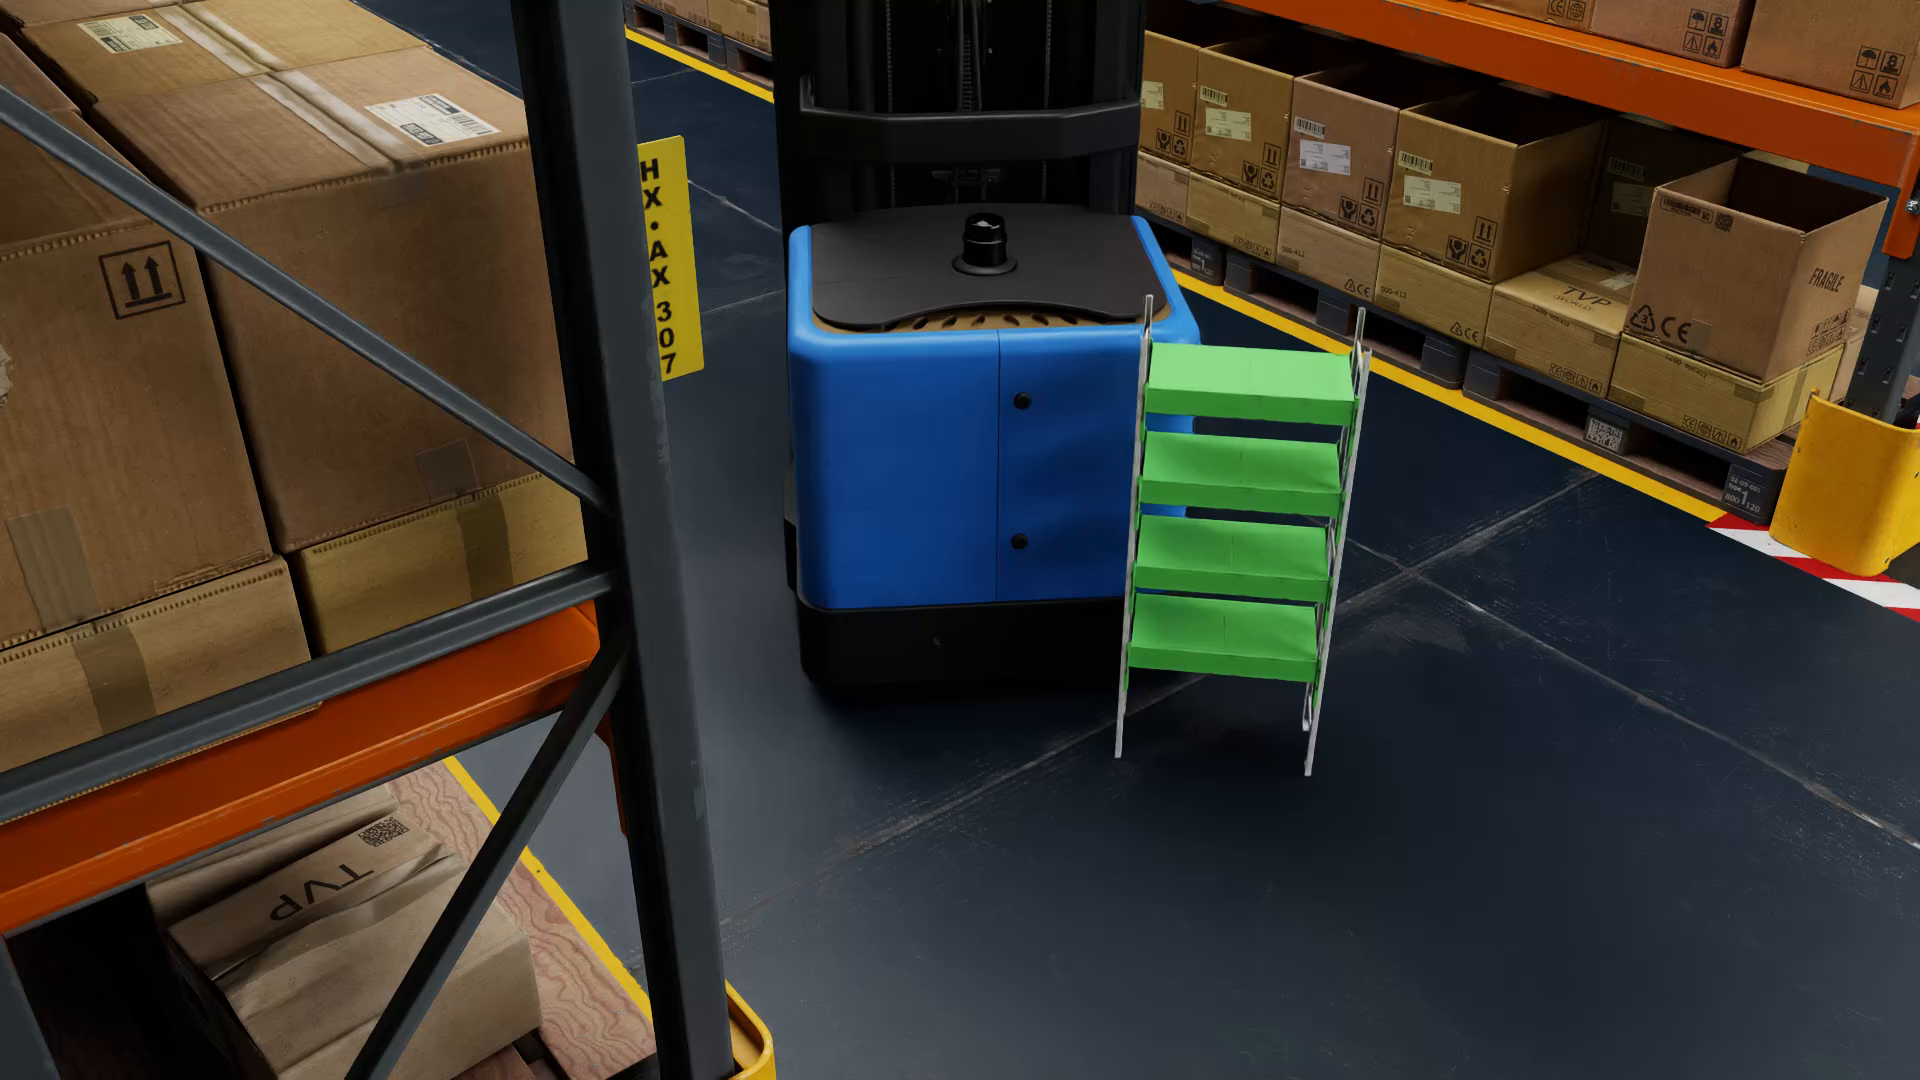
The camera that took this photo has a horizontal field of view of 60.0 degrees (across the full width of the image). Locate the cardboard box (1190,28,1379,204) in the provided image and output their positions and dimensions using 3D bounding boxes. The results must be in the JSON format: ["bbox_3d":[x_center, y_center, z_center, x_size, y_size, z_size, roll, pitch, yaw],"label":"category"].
[{"bbox_3d":[1.290,-1.703,6.646,0.500,0.500,0.500,-22,38,-31],"label":"cardboard box"}]

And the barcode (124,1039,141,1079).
[{"bbox_3d":[-1.499,0.942,3.013,0.001,0.075,0.075,-22,38,-31],"label":"barcode"}]

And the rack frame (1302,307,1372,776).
[{"bbox_3d":[0.910,0.035,4.055,0.015,1.200,0.240,4,33,7],"label":"rack frame"}]

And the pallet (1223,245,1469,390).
[{"bbox_3d":[1.846,-1.047,6.736,1.003,0.211,1.213,-22,38,-31],"label":"pallet"}]

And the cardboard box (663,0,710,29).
[{"bbox_3d":[-1.416,-3.240,9.832,0.500,0.250,0.500,-23,39,-33],"label":"cardboard box"}]

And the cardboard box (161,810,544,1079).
[{"bbox_3d":[-1.172,0.824,3.212,0.500,0.311,0.500,-27,41,-36],"label":"cardboard box"}]

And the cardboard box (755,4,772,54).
[{"bbox_3d":[-0.778,-2.812,9.142,0.500,0.250,0.500,-21,38,-30],"label":"cardboard box"}]

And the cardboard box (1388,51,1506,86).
[{"bbox_3d":[2.021,-1.669,6.591,0.500,0.500,0.500,-22,38,-31],"label":"cardboard box"}]

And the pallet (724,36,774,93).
[{"bbox_3d":[-0.596,-2.704,9.404,1.003,0.211,1.213,-22,38,-31],"label":"pallet"}]

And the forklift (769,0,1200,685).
[{"bbox_3d":[-0.027,-1.606,5.058,1.130,2.935,3.031,-2,32,-4],"label":"forklift"}]

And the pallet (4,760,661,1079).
[{"bbox_3d":[-1.336,0.989,3.458,1.003,0.211,1.213,-22,38,-31],"label":"pallet"}]

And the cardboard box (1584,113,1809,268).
[{"bbox_3d":[2.631,-1.250,5.918,0.500,0.500,0.500,-22,38,-31],"label":"cardboard box"}]

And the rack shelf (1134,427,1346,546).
[{"bbox_3d":[0.669,-0.133,3.991,0.480,0.148,0.258,4,33,7],"label":"rack shelf"}]

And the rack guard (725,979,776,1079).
[{"bbox_3d":[-0.865,1.216,2.818,1.175,0.500,0.348,-22,38,-31],"label":"rack guard"}]

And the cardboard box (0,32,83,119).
[{"bbox_3d":[-1.577,-0.418,2.492,0.500,0.500,0.500,-22,38,-31],"label":"cardboard box"}]

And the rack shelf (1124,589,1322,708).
[{"bbox_3d":[0.669,0.273,4.247,0.480,0.148,0.258,4,33,7],"label":"rack shelf"}]

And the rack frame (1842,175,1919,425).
[{"bbox_3d":[3.092,-1.418,4.690,1.000,3.000,0.127,-22,38,-31],"label":"rack frame"}]

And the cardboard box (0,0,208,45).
[{"bbox_3d":[-1.481,-0.800,3.108,0.500,0.500,0.500,-24,39,-33],"label":"cardboard box"}]

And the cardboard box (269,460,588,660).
[{"bbox_3d":[-0.867,-0.065,2.635,0.500,0.250,0.500,-24,39,-33],"label":"cardboard box"}]

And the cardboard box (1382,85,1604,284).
[{"bbox_3d":[1.903,-1.286,5.976,0.500,0.500,0.500,-22,38,-31],"label":"cardboard box"}]

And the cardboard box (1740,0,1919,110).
[{"bbox_3d":[2.816,-1.659,4.984,0.700,0.500,0.500,-22,38,-31],"label":"cardboard box"}]

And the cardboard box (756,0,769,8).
[{"bbox_3d":[-0.769,-3.044,8.985,0.500,0.311,0.500,-23,38,-32],"label":"cardboard box"}]

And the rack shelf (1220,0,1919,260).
[{"bbox_3d":[1.866,-1.946,6.222,1.077,0.370,4.000,-22,38,-31],"label":"rack shelf"}]

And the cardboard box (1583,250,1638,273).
[{"bbox_3d":[2.629,-0.931,6.114,0.500,0.250,0.500,-22,38,-31],"label":"cardboard box"}]

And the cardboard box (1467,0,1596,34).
[{"bbox_3d":[2.190,-2.086,5.670,0.700,0.500,0.500,-22,38,-31],"label":"cardboard box"}]

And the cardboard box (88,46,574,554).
[{"bbox_3d":[-0.874,-0.374,2.421,0.500,0.500,0.500,-22,38,-31],"label":"cardboard box"}]

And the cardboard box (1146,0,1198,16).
[{"bbox_3d":[0.676,-2.120,7.317,0.500,0.500,0.500,-22,38,-31],"label":"cardboard box"}]

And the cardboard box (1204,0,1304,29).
[{"bbox_3d":[1.394,-2.080,7.252,0.500,0.500,0.500,-22,38,-31],"label":"cardboard box"}]

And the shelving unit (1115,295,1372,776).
[{"bbox_3d":[0.669,0.016,4.085,0.503,1.200,0.258,4,33,7],"label":"shelving unit"}]

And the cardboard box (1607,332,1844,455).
[{"bbox_3d":[2.530,-0.557,5.511,0.500,0.250,0.500,-22,38,-31],"label":"cardboard box"}]

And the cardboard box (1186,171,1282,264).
[{"bbox_3d":[1.289,-1.384,6.844,0.500,0.250,0.500,-22,38,-31],"label":"cardboard box"}]

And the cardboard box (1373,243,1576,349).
[{"bbox_3d":[1.906,-0.969,6.175,0.500,0.250,0.500,-22,38,-31],"label":"cardboard box"}]
